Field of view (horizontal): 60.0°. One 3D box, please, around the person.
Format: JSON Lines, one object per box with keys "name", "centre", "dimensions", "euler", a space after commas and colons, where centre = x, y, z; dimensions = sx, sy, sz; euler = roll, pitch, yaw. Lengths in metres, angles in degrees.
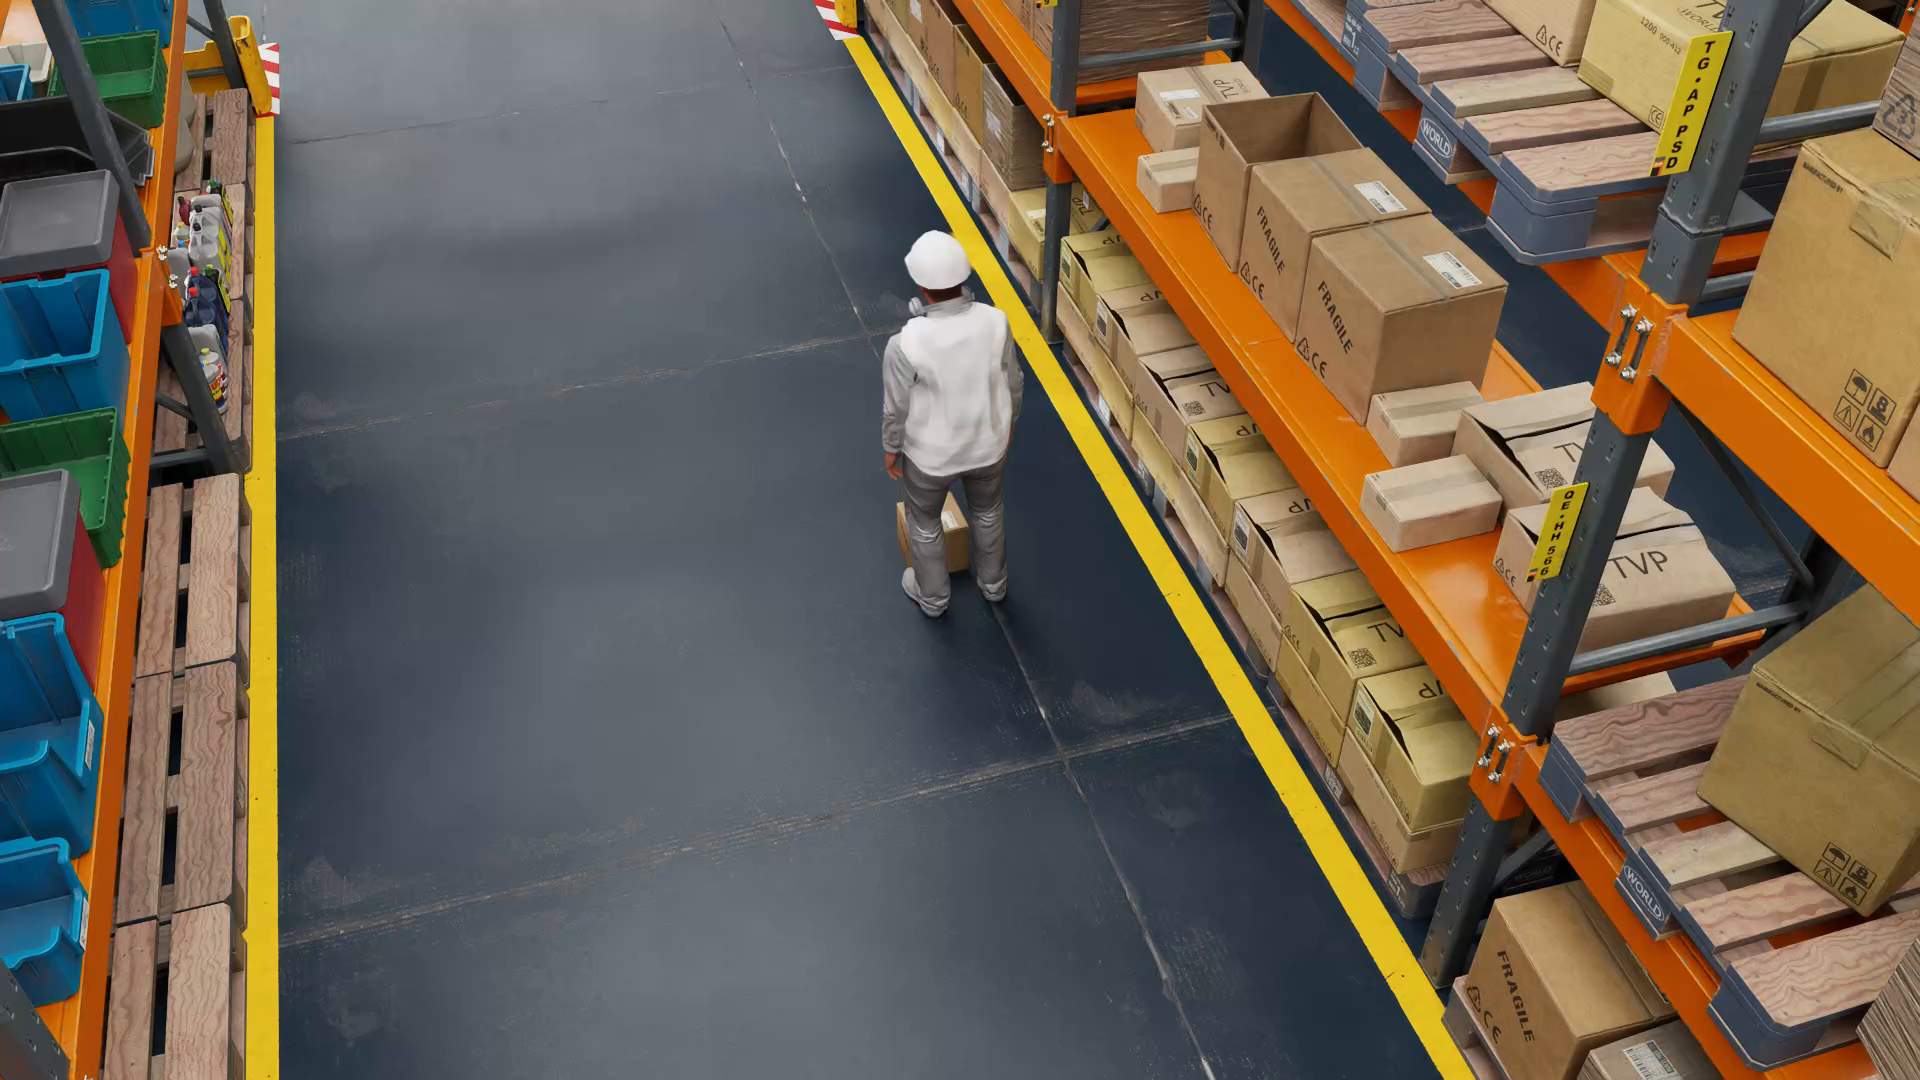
{"name": "person", "centre": [-0.036, -0.415, 6.604], "dimensions": [0.580, 1.769, 0.465], "euler": [-14, 44, -15]}
